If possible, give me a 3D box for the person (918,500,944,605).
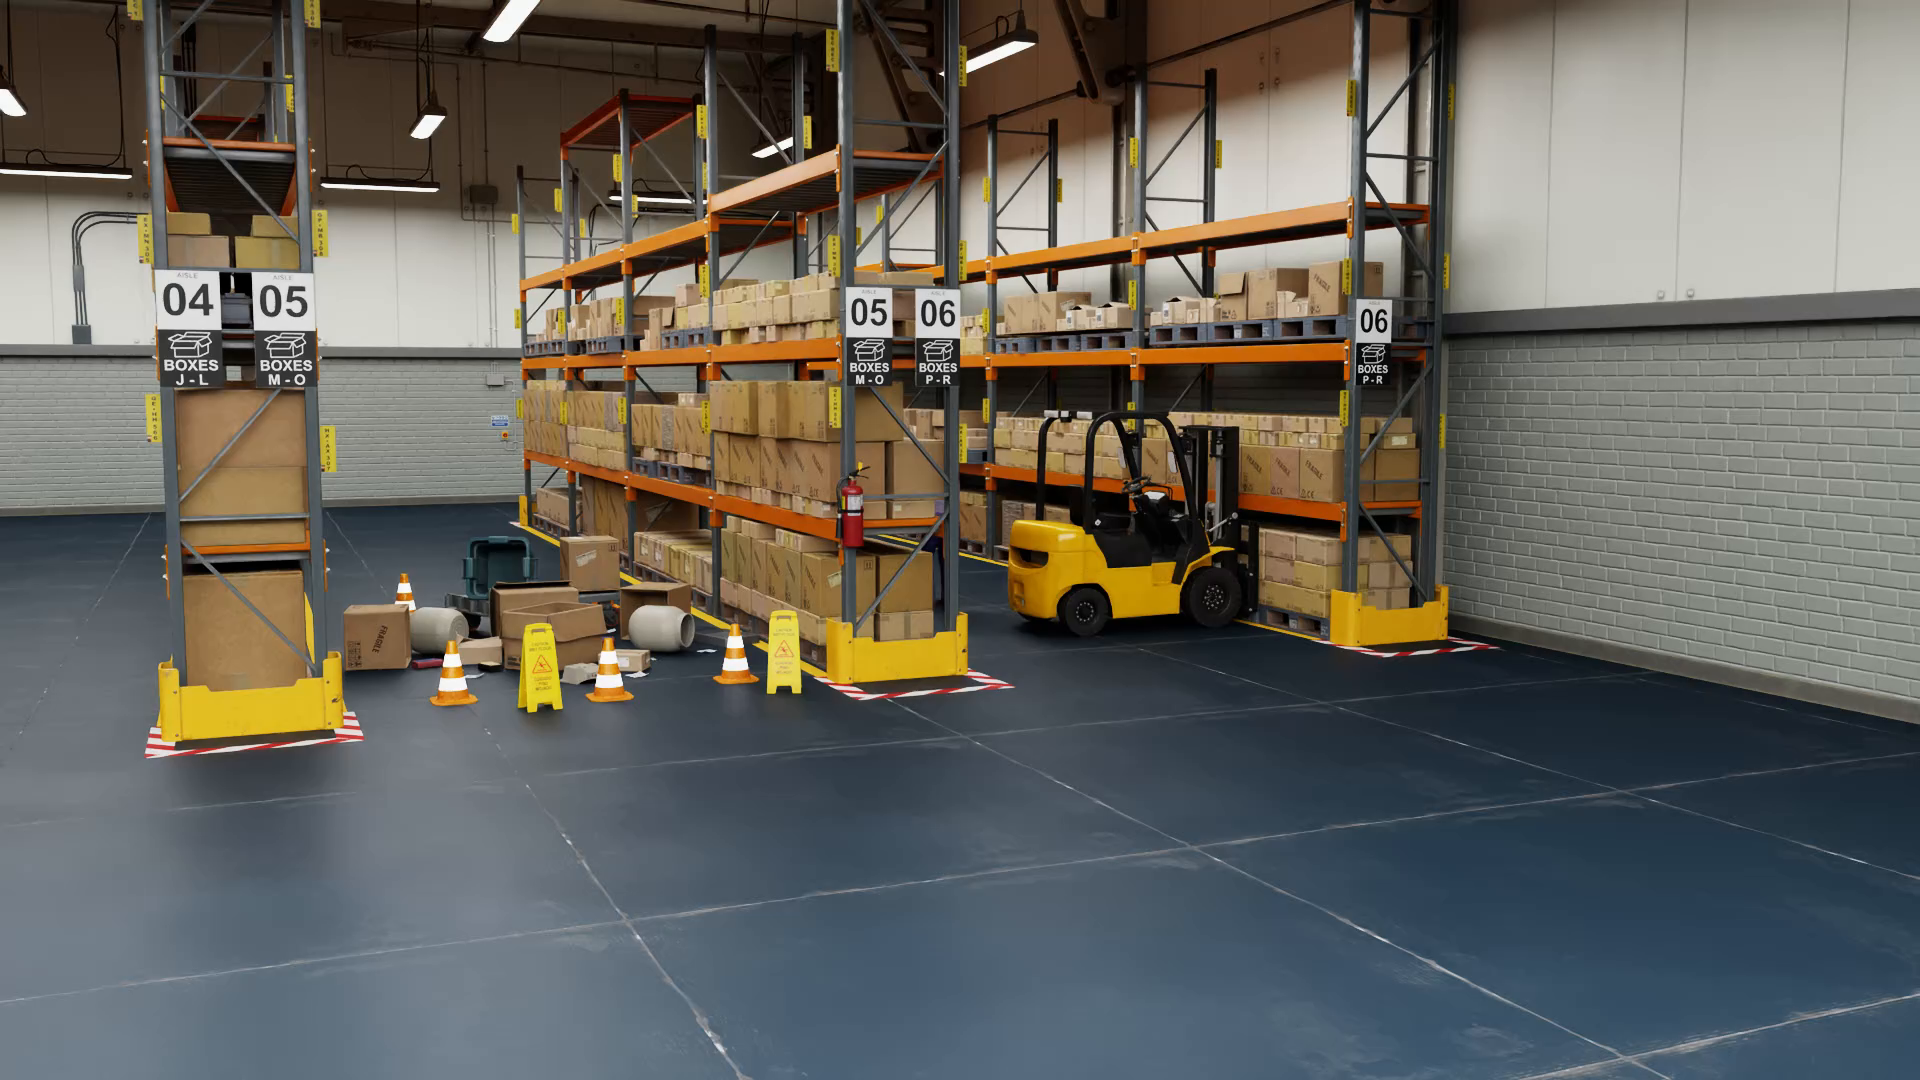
[{"bbox_3d":[-0.269,-0.092,18.087,0.497,1.658,0.500,-4,7,-35],"label":"person"}]
